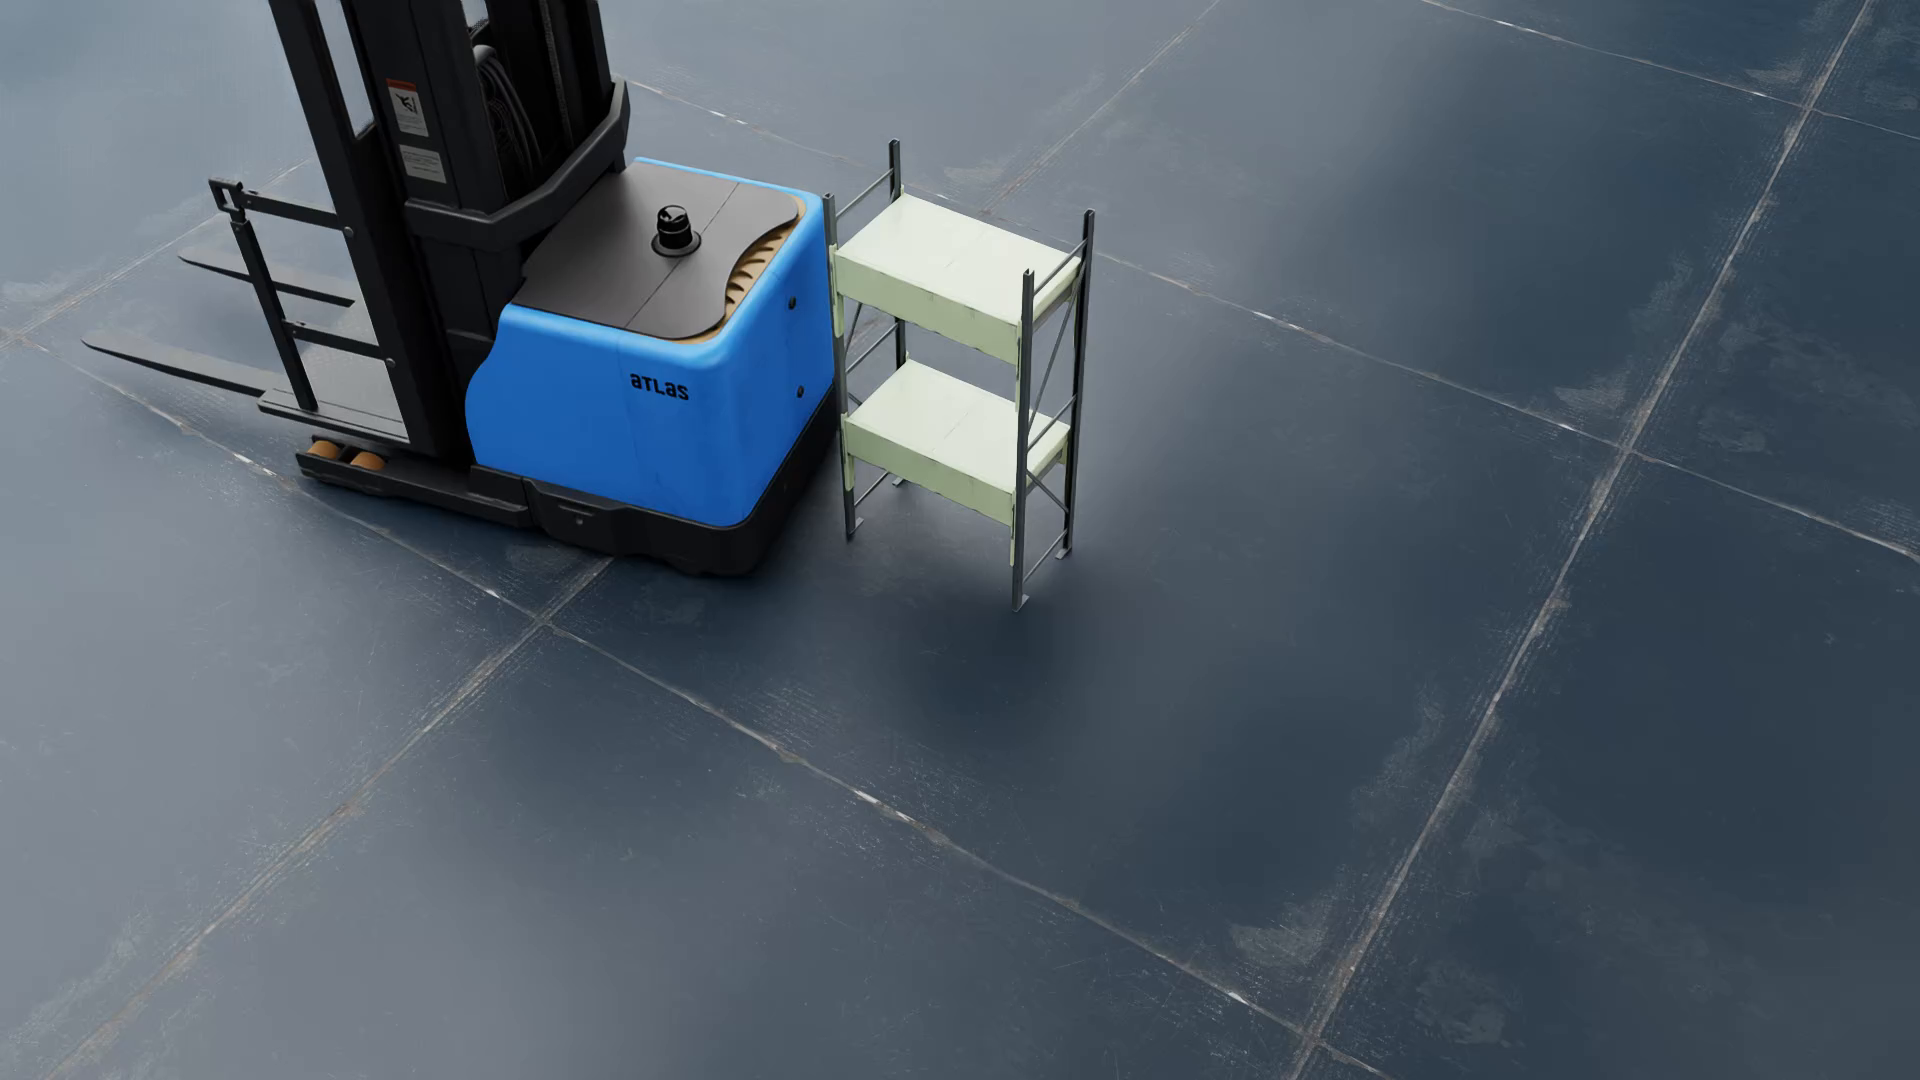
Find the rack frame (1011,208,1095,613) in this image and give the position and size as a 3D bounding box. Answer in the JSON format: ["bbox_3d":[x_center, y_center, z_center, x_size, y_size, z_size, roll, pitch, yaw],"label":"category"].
[{"bbox_3d":[0.302,-0.384,5.577,0.023,1.500,0.400,25,51,22],"label":"rack frame"}]

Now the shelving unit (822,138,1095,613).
[{"bbox_3d":[-0.006,-0.525,5.715,0.755,1.500,0.431,25,51,22],"label":"shelving unit"}]

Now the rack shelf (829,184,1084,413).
[{"bbox_3d":[-0.006,-0.797,5.435,0.720,0.370,0.431,25,51,22],"label":"rack shelf"}]

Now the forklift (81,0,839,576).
[{"bbox_3d":[-2.023,-1.537,5.700,3.031,2.935,1.130,14,48,14],"label":"forklift"}]

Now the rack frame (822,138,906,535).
[{"bbox_3d":[-0.314,-0.667,5.852,0.023,1.500,0.400,25,51,22],"label":"rack frame"}]

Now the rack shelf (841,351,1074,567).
[{"bbox_3d":[-0.006,-0.298,5.948,0.720,0.370,0.431,25,51,22],"label":"rack shelf"}]
